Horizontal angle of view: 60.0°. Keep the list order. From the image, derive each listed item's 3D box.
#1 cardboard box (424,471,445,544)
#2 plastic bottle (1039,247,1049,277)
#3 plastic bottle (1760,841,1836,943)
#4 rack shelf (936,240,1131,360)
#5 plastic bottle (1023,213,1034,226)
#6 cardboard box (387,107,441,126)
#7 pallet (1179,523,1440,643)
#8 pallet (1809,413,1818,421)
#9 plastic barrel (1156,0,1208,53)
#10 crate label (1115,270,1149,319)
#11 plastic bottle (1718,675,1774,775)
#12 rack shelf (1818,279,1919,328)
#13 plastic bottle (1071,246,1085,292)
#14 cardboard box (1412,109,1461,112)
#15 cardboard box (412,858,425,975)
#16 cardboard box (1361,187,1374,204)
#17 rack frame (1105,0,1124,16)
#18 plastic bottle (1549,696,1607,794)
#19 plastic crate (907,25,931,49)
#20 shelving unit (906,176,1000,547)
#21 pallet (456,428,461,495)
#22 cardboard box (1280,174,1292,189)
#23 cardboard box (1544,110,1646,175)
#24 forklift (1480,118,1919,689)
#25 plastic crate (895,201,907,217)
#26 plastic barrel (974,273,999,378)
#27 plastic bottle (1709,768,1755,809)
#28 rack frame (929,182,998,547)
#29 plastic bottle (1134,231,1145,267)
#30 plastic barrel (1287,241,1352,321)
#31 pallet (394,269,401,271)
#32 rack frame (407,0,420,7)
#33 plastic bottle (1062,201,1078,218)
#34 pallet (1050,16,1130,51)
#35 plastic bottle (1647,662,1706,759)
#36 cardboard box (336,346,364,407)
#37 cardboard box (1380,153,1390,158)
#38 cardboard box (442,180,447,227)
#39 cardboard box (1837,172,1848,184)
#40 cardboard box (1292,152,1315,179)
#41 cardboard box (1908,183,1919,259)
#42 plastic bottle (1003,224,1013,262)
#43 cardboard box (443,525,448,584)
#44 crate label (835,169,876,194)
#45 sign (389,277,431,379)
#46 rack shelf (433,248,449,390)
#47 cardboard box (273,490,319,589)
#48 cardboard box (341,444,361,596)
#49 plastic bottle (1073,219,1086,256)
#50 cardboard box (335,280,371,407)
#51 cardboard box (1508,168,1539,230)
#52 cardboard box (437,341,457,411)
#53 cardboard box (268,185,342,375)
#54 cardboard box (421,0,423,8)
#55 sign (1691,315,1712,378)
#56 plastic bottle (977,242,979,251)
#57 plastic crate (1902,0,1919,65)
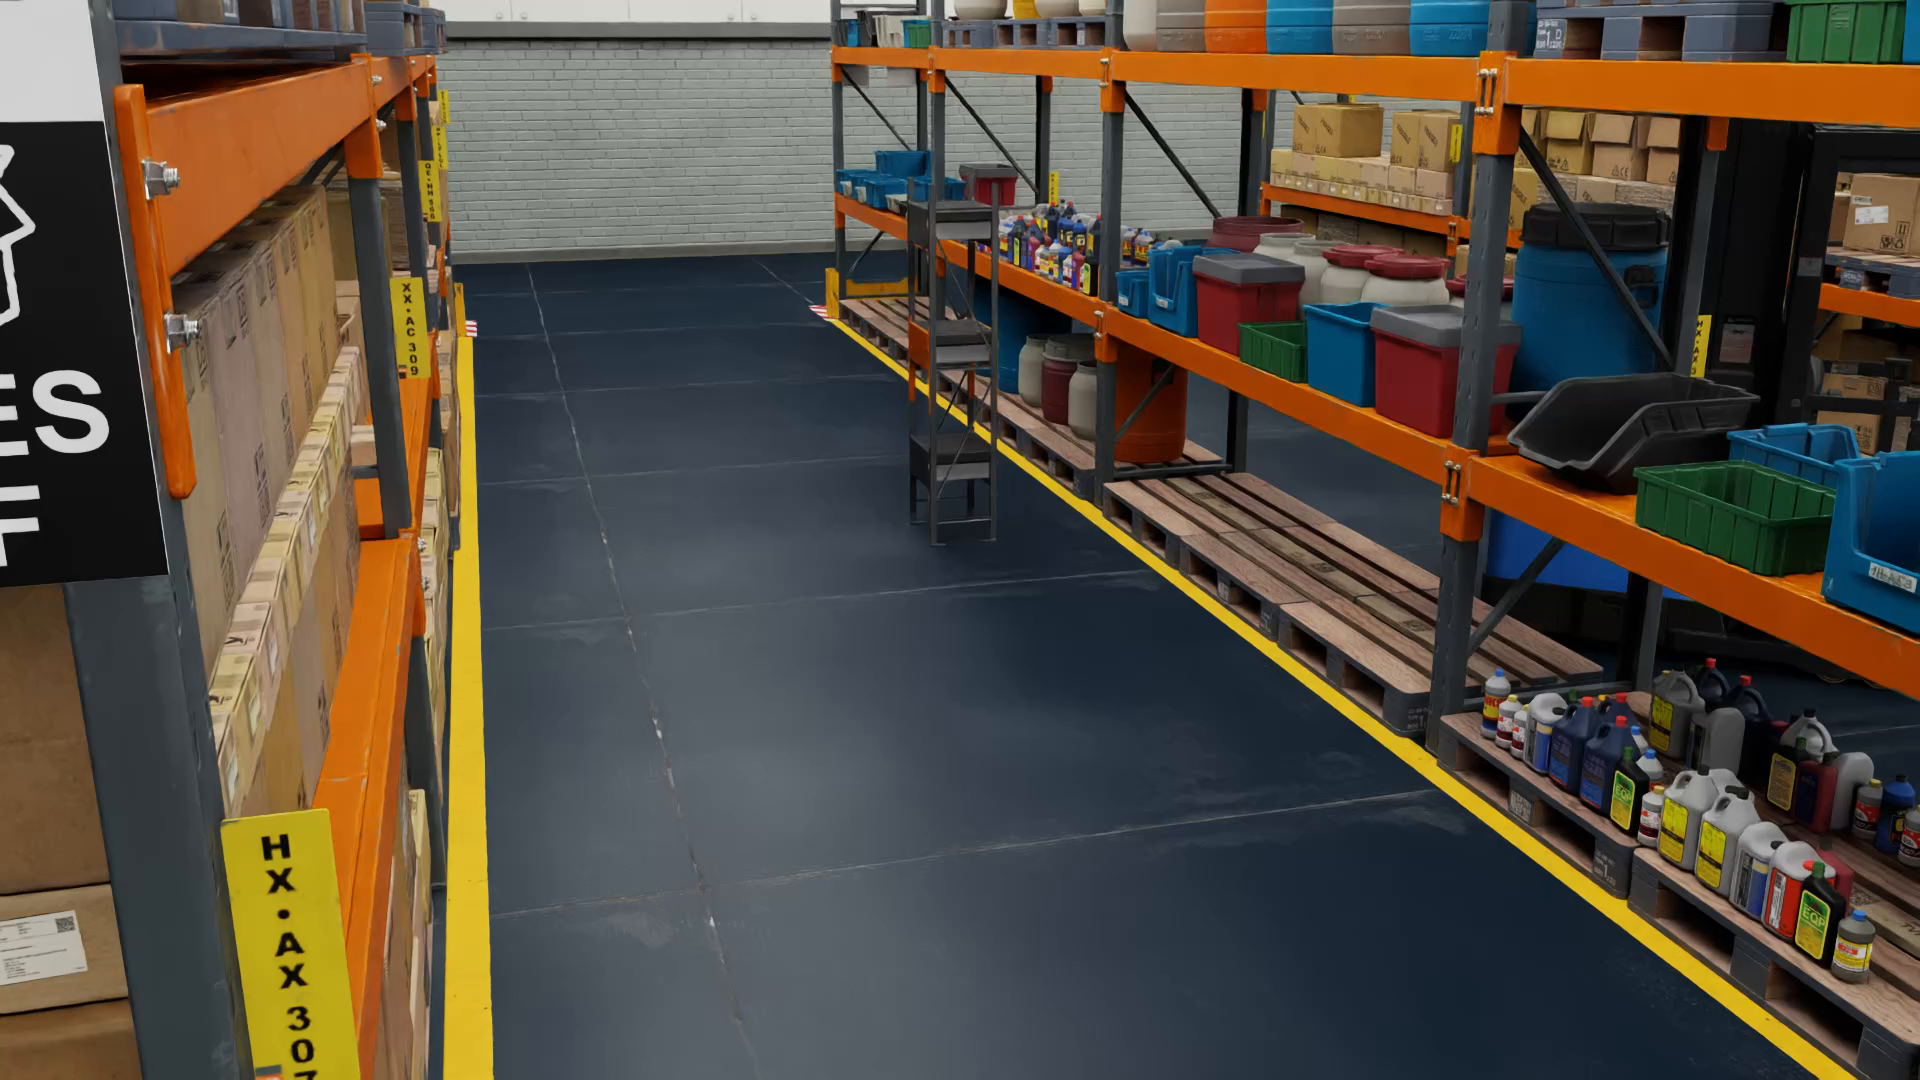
[{"bbox_3d":[-2.877,-0.177,8.401,0.500,0.311,0.500,-5,17,-16],"label":"cardboard box"},{"bbox_3d":[0.598,-1.925,11.491,0.097,0.201,0.097,0,17,0],"label":"plastic bottle"},{"bbox_3d":[2.586,1.078,5.118,0.152,0.276,0.135,-5,17,-15],"label":"plastic bottle"},{"bbox_3d":[0.807,-1.892,12.286,1.077,0.370,4.000,-5,17,-15],"label":"rack shelf"},{"bbox_3d":[0.562,-2.596,13.725,0.097,0.201,0.097,0,17,0],"label":"plastic bottle"},{"bbox_3d":[-4.791,-3.506,14.498,0.500,0.500,0.500,-4,17,-14],"label":"cardboard box"},{"bbox_3d":[1.864,0.207,8.897,1.003,0.211,1.213,-5,17,-15],"label":"pallet"},{"bbox_3d":[5.975,-0.963,12.792,1.003,0.211,1.213,-5,17,-15],"label":"pallet"},{"bbox_3d":[1.374,-3.115,9.024,0.600,0.901,0.600,0,17,0],"label":"plastic barrel"},{"bbox_3d":[1.112,-1.457,9.879,0.303,0.233,0.416,-5,17,-15],"label":"crate label"},{"bbox_3d":[2.963,0.690,6.282,0.144,0.351,0.185,-6,18,-18],"label":"plastic bottle"},{"bbox_3d":[6.669,-1.177,9.907,1.077,0.370,4.000,-5,17,-15],"label":"rack shelf"},{"bbox_3d":[0.772,-1.769,10.831,0.061,0.283,0.133,-5,17,-15],"label":"plastic bottle"},{"bbox_3d":[4.859,-4.044,16.641,0.500,0.500,0.500,-5,18,-17],"label":"cardboard box"},{"bbox_3d":[-1.842,1.180,4.860,0.500,0.250,0.500,-5,17,-15],"label":"cardboard box"},{"bbox_3d":[4.268,-3.475,16.742,0.380,0.149,0.250,-5,17,-16],"label":"cardboard box"},{"bbox_3d":[1.357,-4.556,9.478,1.000,3.000,0.127,-5,17,-15],"label":"rack frame"},{"bbox_3d":[2.279,0.737,6.123,0.144,0.351,0.185,-4,17,-14],"label":"plastic bottle"},{"bbox_3d":[-0.149,-4.218,13.934,0.450,0.188,0.662,-5,17,-15],"label":"plastic crate"},{"bbox_3d":[-0.045,-1.051,9.802,0.431,2.100,0.503,-5,17,-15],"label":"shelving unit"},{"bbox_3d":[-3.907,-0.503,11.261,1.003,0.211,1.213,-5,17,-15],"label":"pallet"},{"bbox_3d":[3.773,-3.972,18.398,0.380,0.149,0.250,-5,17,-16],"label":"cardboard box"},{"bbox_3d":[5.381,-3.343,13.948,0.797,0.503,0.637,-5,17,-15],"label":"cardboard box"},{"bbox_3d":[4.185,-0.890,7.820,3.031,2.935,1.130,7,18,22],"label":"forklift"},{"bbox_3d":[-0.308,-2.975,15.016,0.437,0.125,0.590,-5,17,-15],"label":"plastic crate"},{"bbox_3d":[0.391,-1.834,13.761,0.600,0.901,0.708,-5,17,-15],"label":"plastic barrel"},{"bbox_3d":[2.583,0.924,5.631,0.152,0.276,0.135,-5,17,-15],"label":"plastic bottle"},{"bbox_3d":[0.022,-0.984,9.578,0.400,2.100,0.015,-5,17,-15],"label":"rack frame"},{"bbox_3d":[1.289,-2.057,11.808,0.097,0.271,0.097,0,17,0],"label":"plastic bottle"},{"bbox_3d":[1.961,-1.352,9.046,0.421,0.512,0.421,0,17,0],"label":"plastic barrel"},{"bbox_3d":[-4.391,-2.077,11.987,1.003,0.211,1.213,-5,17,-15],"label":"pallet"},{"bbox_3d":[-4.506,-5.272,11.861,1.000,3.000,0.127,-5,17,-15],"label":"rack frame"},{"bbox_3d":[0.876,-2.486,13.101,0.144,0.351,0.185,-5,17,-15],"label":"plastic bottle"},{"bbox_3d":[1.241,-3.249,10.667,1.003,0.211,1.213,-5,17,-15],"label":"pallet"},{"bbox_3d":[2.772,0.648,6.420,0.144,0.351,0.185,-5,17,-15],"label":"plastic bottle"},{"bbox_3d":[-2.027,-0.486,5.056,0.380,0.149,0.250,-5,17,-15],"label":"cardboard box"},{"bbox_3d":[4.588,-3.964,17.678,0.500,0.250,0.500,-5,18,-17],"label":"cardboard box"},{"bbox_3d":[-4.663,-2.889,14.183,0.500,0.500,0.500,-5,17,-16],"label":"cardboard box"},{"bbox_3d":[9.271,-3.991,17.333,0.500,0.500,0.500,-5,17,-17],"label":"cardboard box"},{"bbox_3d":[3.942,-4.061,18.000,0.500,0.250,0.500,-5,17,-16],"label":"cardboard box"},{"bbox_3d":[6.556,-2.031,10.596,0.700,0.500,0.500,-2,17,-7],"label":"cardboard box"},{"bbox_3d":[0.369,-2.188,12.247,0.097,0.271,0.097,0,17,0],"label":"plastic bottle"},{"bbox_3d":[-2.882,0.092,8.482,0.500,0.250,0.500,-5,17,-16],"label":"cardboard box"},{"bbox_3d":[-1.090,-3.750,17.409,0.416,0.233,0.303,-5,17,-15],"label":"crate label"},{"bbox_3d":[-1.774,-0.683,5.369,0.100,0.325,0.005,-5,17,-15],"label":"sign"},{"bbox_3d":[-3.956,-1.501,10.986,1.077,0.370,4.000,-5,17,-15],"label":"rack shelf"},{"bbox_3d":[-1.531,0.011,3.400,0.380,0.149,0.250,-5,17,-15],"label":"cardboard box"},{"bbox_3d":[-2.179,-0.112,4.936,0.700,0.500,0.500,-5,17,-17],"label":"cardboard box"},{"bbox_3d":[0.902,-2.288,12.577,0.097,0.271,0.097,0,17,0],"label":"plastic bottle"},{"bbox_3d":[-2.930,-0.878,7.486,0.500,0.500,0.500,-6,18,-18],"label":"cardboard box"},{"bbox_3d":[5.045,-2.943,14.362,0.500,0.500,0.500,-5,17,-15],"label":"cardboard box"},{"bbox_3d":[-3.967,-1.161,12.184,0.500,0.500,0.500,-5,17,-15],"label":"cardboard box"},{"bbox_3d":[-2.179,-0.733,4.750,0.700,0.500,0.500,-5,17,-15],"label":"cardboard box"},{"bbox_3d":[-4.540,-4.295,13.216,0.500,0.250,0.500,-5,17,-15],"label":"cardboard box"},{"bbox_3d":[2.988,-0.750,6.753,0.100,0.325,0.005,-5,17,-15],"label":"sign"},{"bbox_3d":[0.178,-2.347,12.896,0.097,0.201,0.097,0,17,0],"label":"plastic bottle"},{"bbox_3d":[2.742,-1.403,4.222,0.392,0.384,0.575,-5,17,-15],"label":"plastic crate"}]
